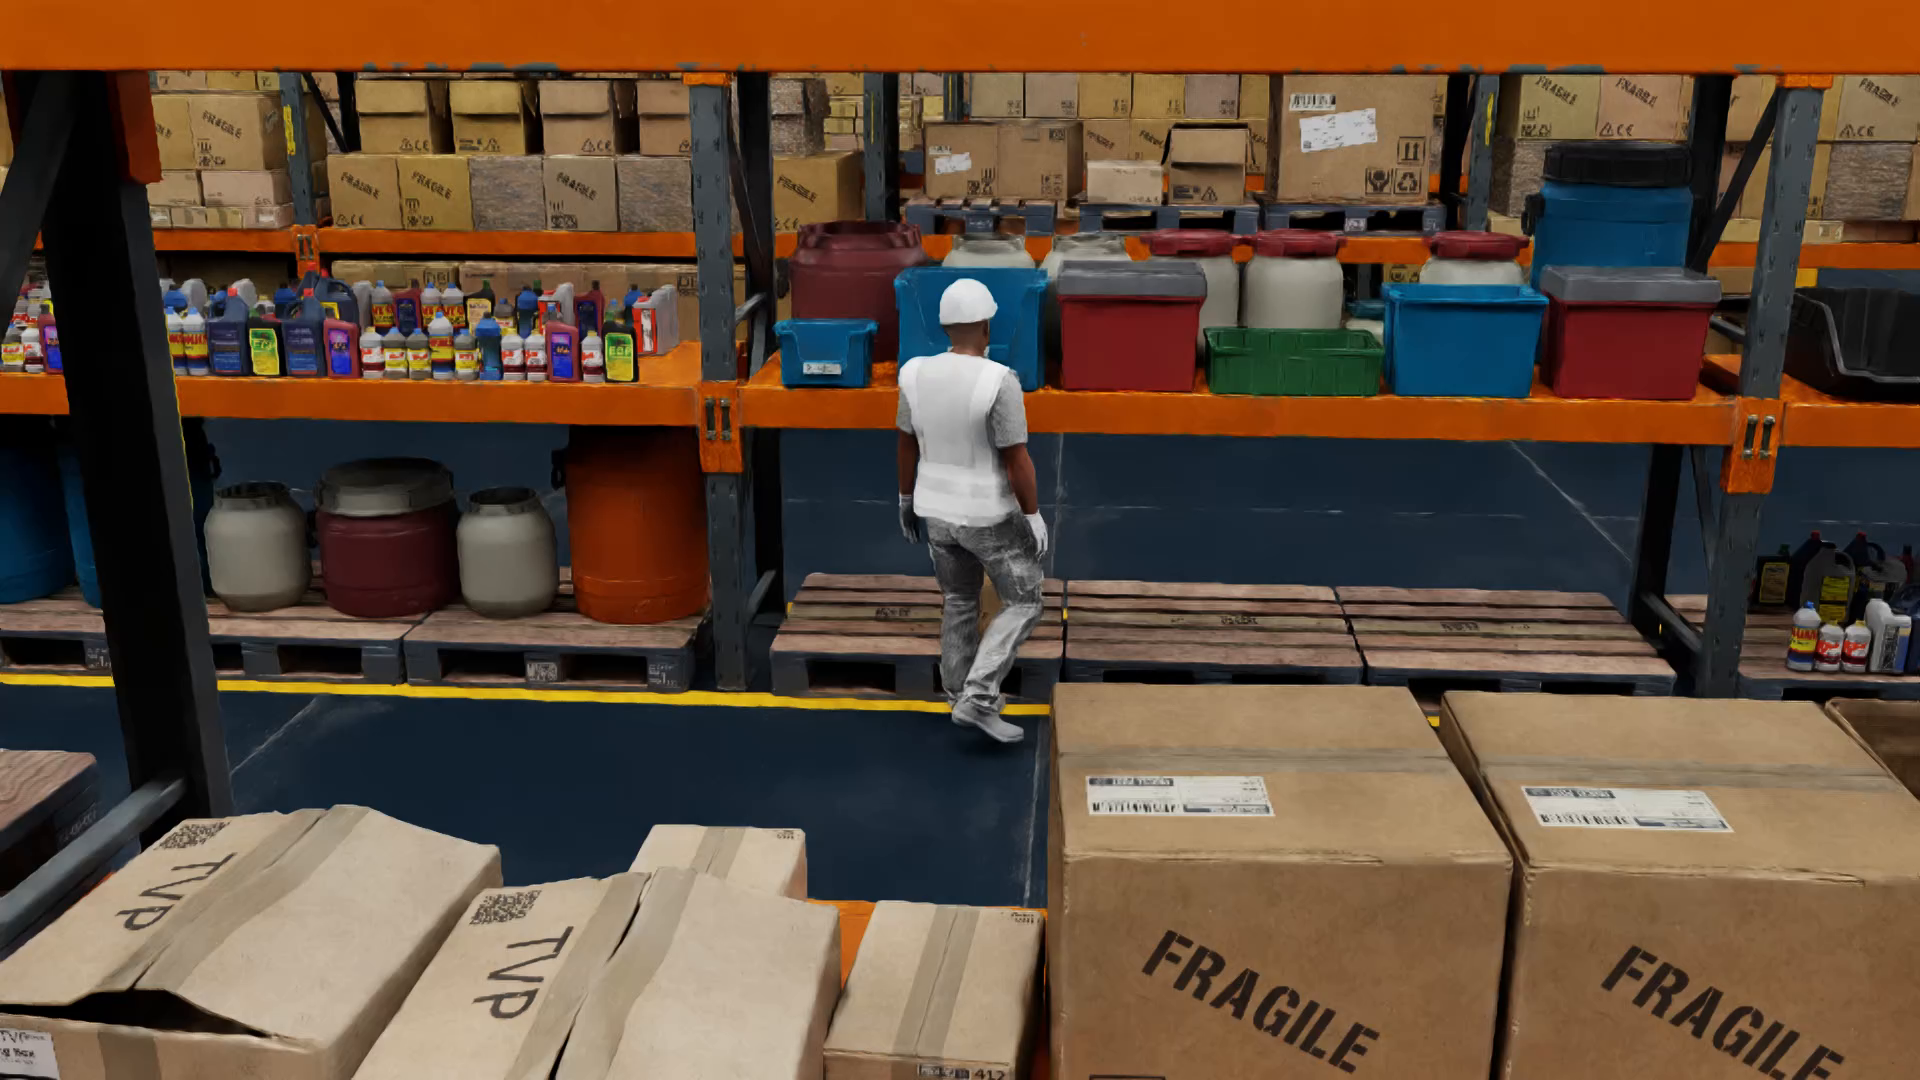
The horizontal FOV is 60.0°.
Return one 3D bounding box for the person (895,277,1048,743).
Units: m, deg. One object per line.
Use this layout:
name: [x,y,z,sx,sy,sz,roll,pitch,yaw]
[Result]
person: [0.037,-0.103,6.361,0.633,1.793,0.556,11,20,31]
